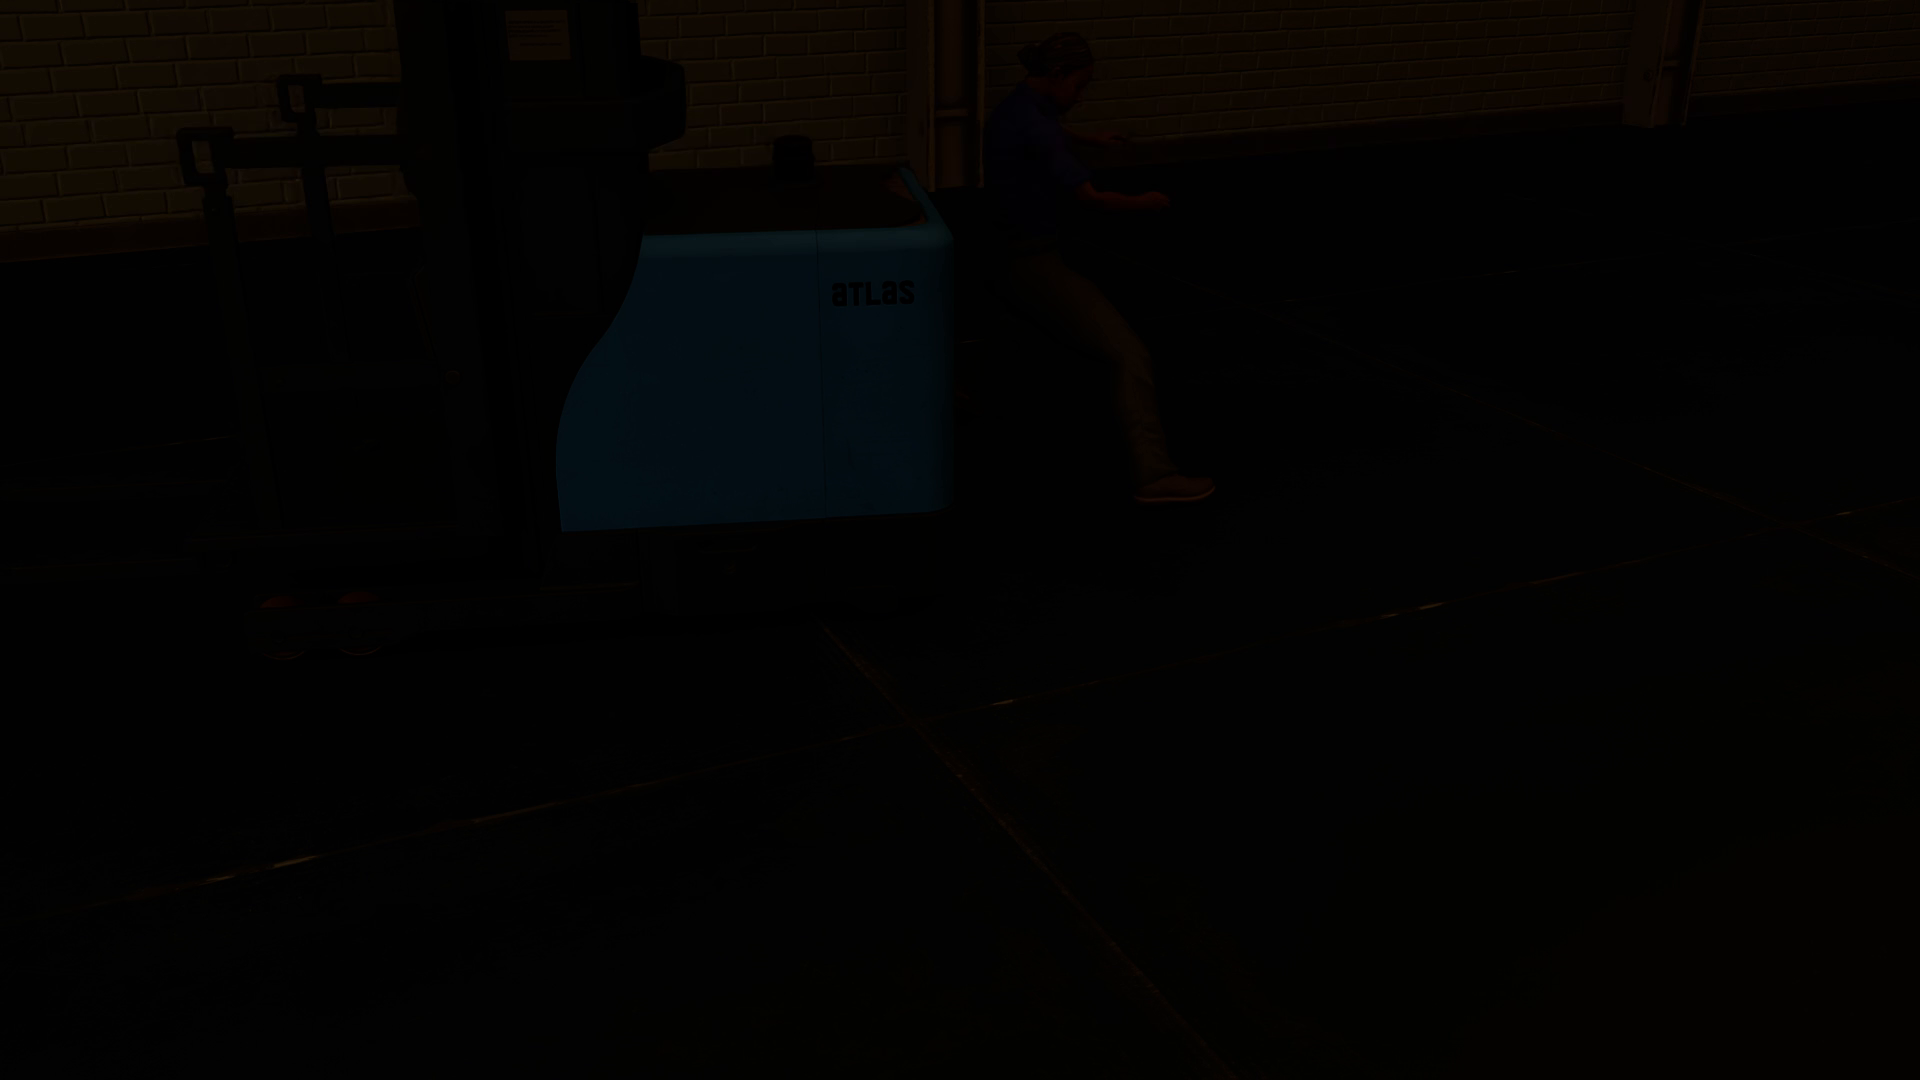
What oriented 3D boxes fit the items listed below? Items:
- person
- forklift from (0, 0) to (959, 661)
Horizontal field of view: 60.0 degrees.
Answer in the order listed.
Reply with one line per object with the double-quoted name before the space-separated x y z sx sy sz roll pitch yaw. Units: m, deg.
"person" 0.379 -0.956 5.567 0.679 1.437 1.193 -5 23 -13
"forklift" -1.562 -1.255 4.306 3.031 2.935 1.130 -3 23 -8
